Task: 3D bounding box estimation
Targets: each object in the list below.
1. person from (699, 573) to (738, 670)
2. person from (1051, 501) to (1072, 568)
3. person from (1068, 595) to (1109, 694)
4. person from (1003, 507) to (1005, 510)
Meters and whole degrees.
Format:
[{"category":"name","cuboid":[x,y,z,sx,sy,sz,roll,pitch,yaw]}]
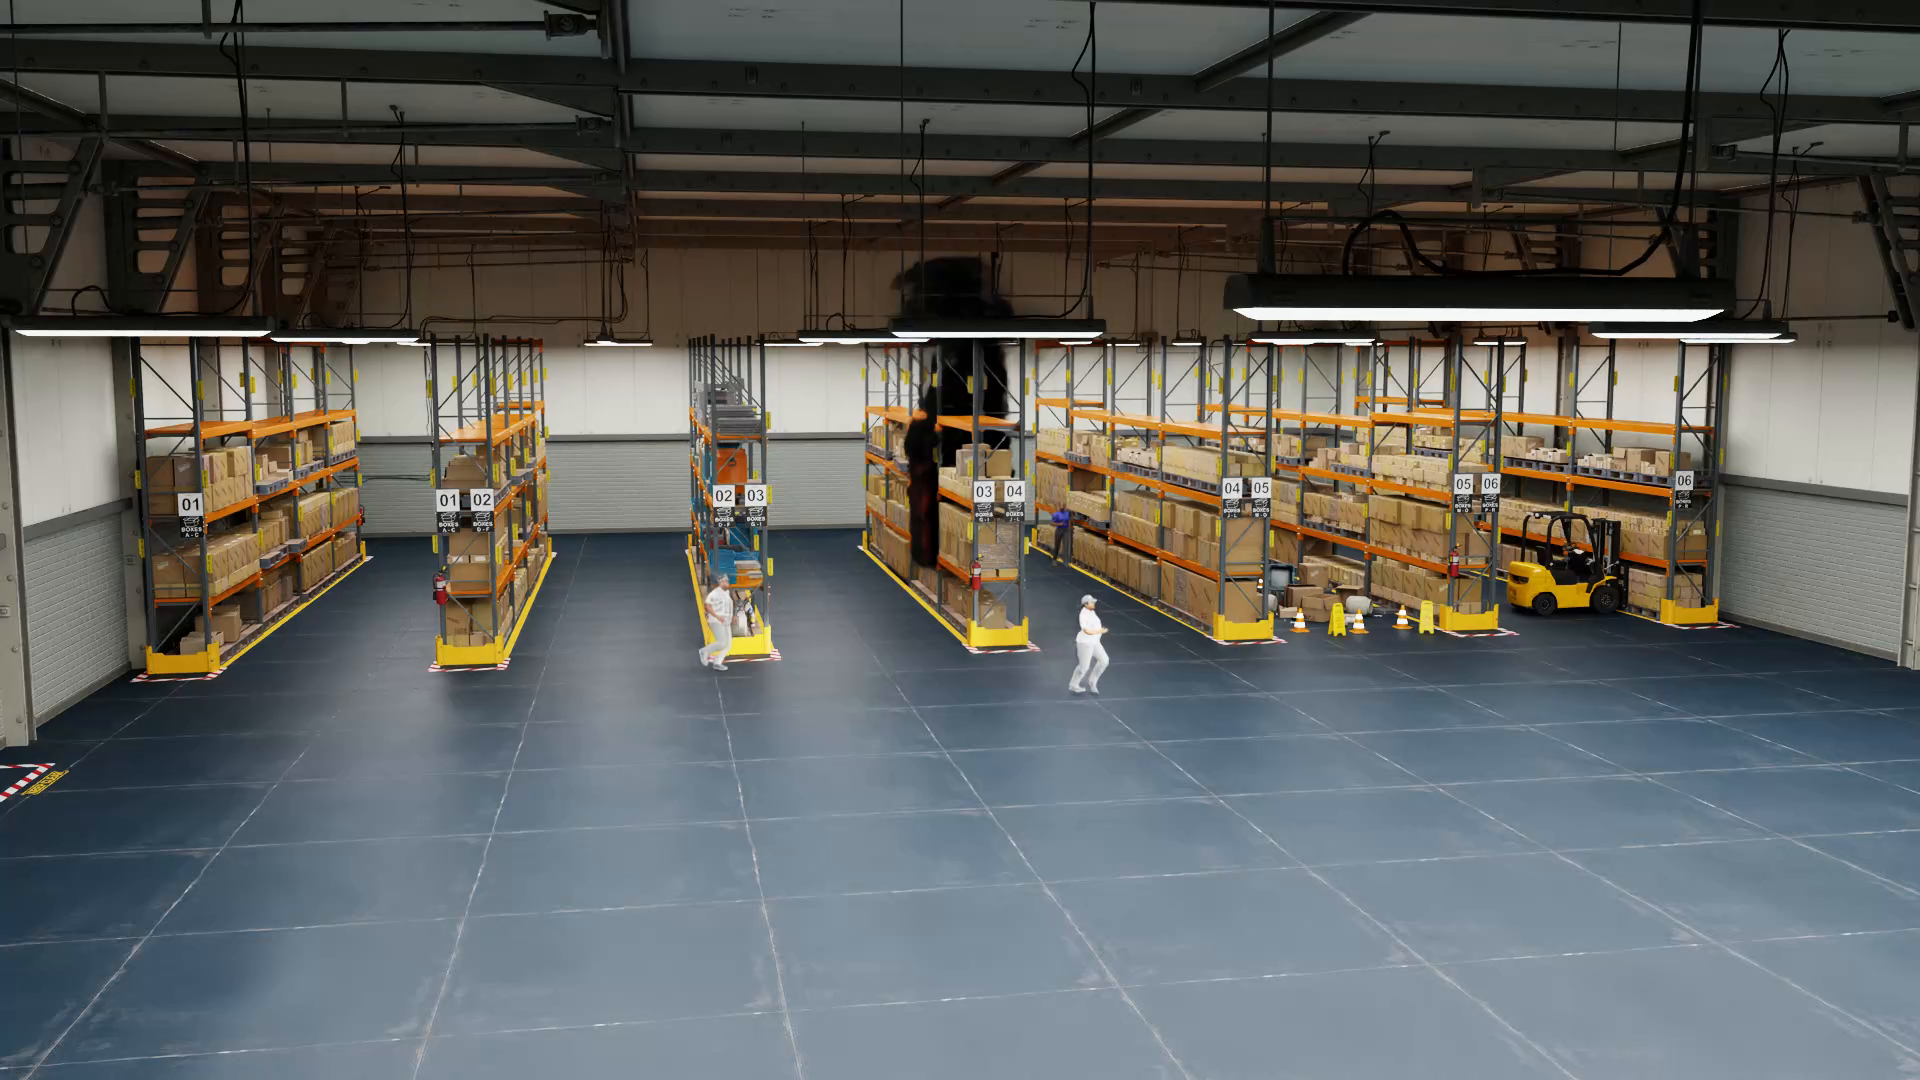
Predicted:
[{"category":"person","cuboid":[-4.344,1.451,29.938,0.578,1.721,0.687,3,7,23]},{"category":"person","cuboid":[2.546,-0.124,41.427,0.582,1.685,0.864,-2,7,-14]},{"category":"person","cuboid":[2.160,1.751,27.629,0.670,1.675,0.578,3,7,26]},{"category":"person","cuboid":[1.430,-0.405,46.319,0.596,1.622,0.765,-1,7,-6]}]
